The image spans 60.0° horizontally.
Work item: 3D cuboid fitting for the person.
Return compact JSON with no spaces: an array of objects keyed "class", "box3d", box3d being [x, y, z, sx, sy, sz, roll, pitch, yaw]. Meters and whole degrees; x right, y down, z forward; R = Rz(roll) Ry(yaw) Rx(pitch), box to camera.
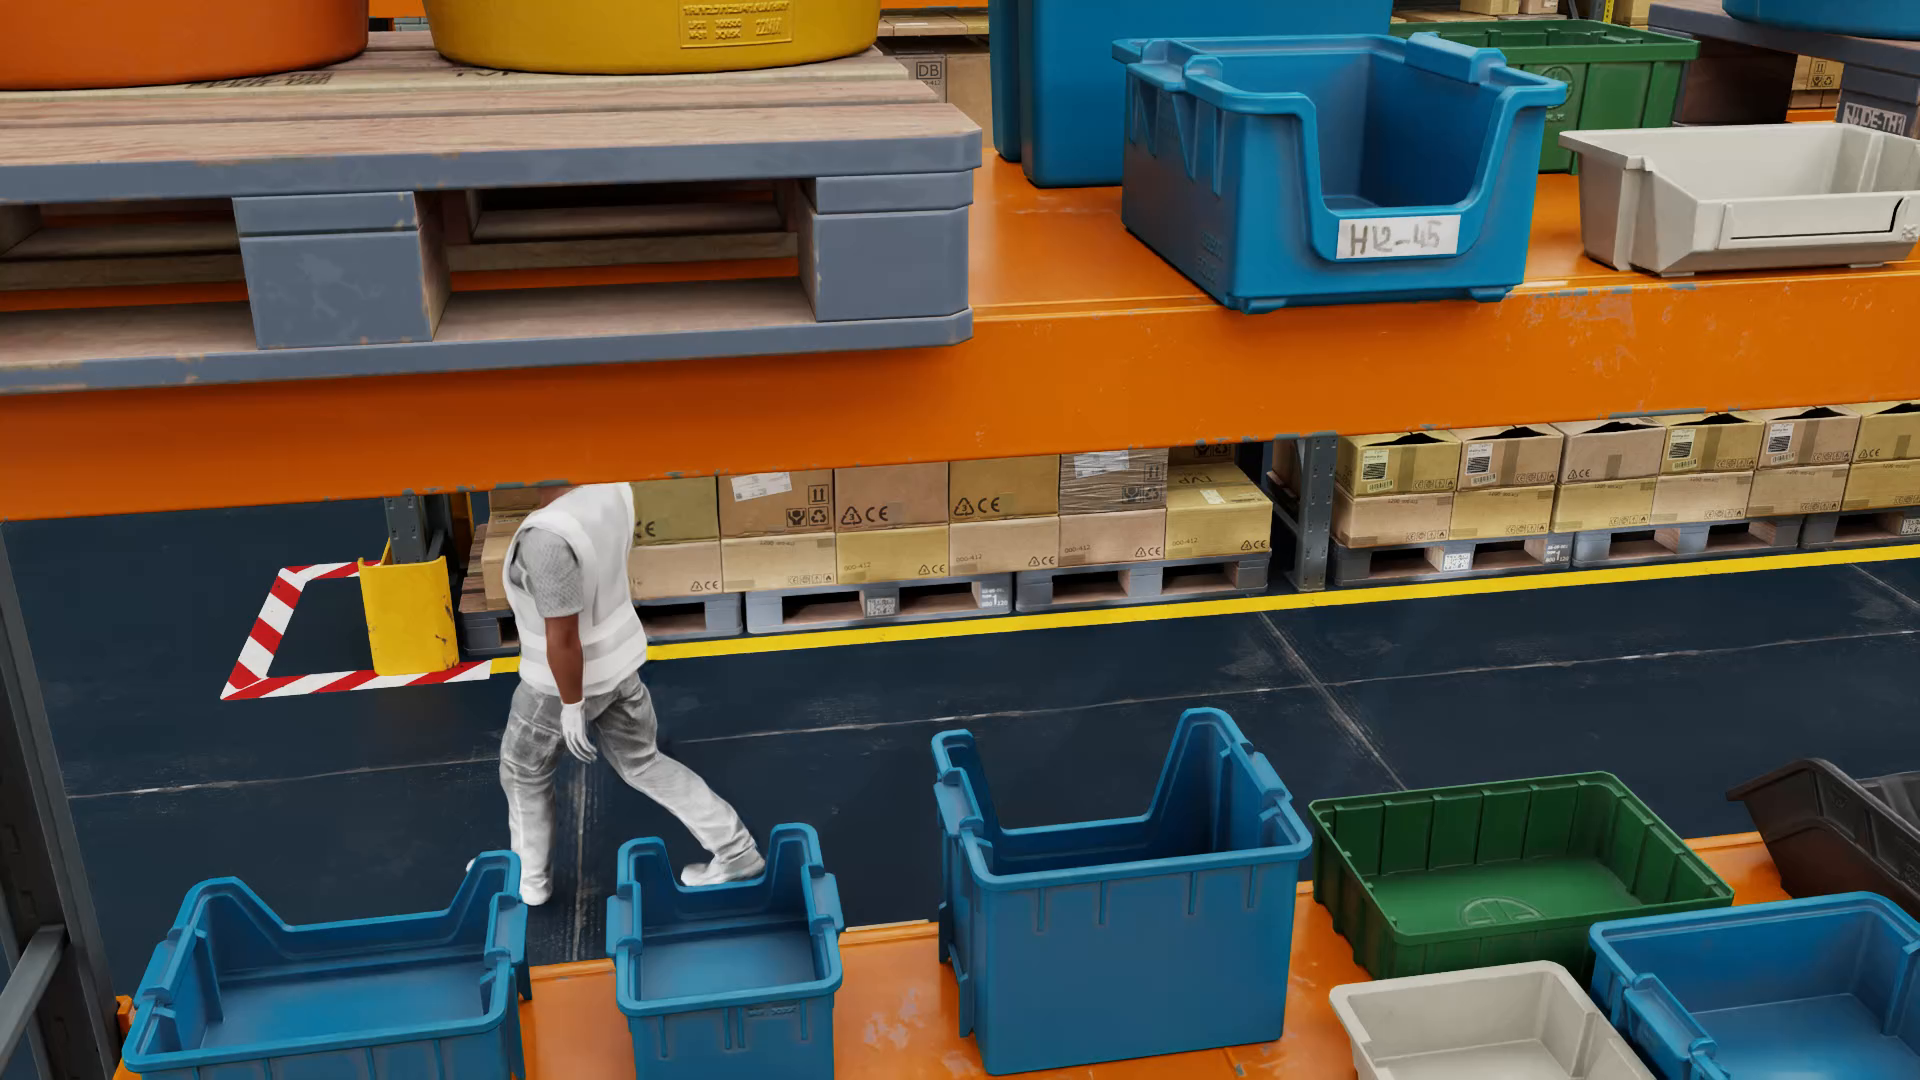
[{"class":"person","box3d":[-1.141,0.393,5.163,1.022,1.751,0.547,8,24,18]}]
